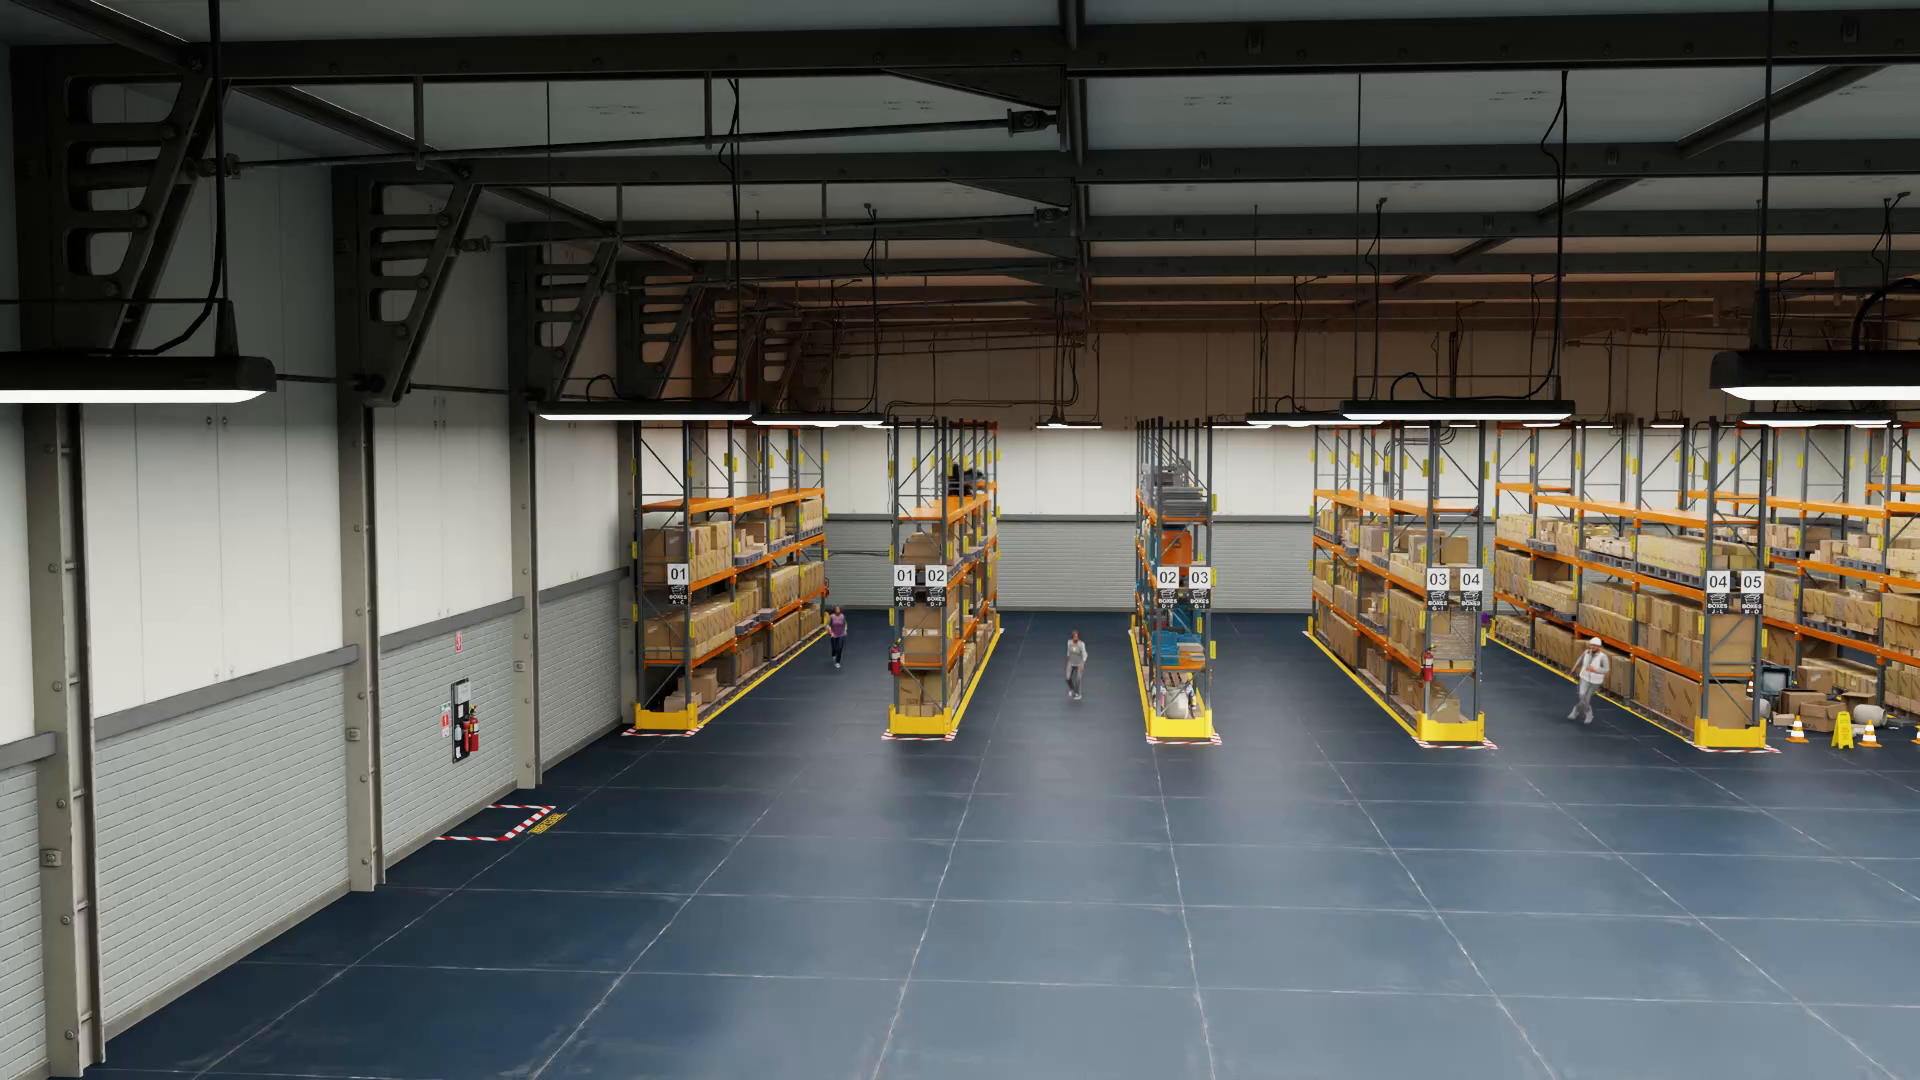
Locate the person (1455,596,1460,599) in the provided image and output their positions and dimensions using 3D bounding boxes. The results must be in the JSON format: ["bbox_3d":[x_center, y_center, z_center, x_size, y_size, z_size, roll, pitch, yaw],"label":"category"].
[{"bbox_3d":[12.736,2.081,42.680,0.632,1.700,0.659,0,4,-6],"label":"person"}]

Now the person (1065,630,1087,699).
[{"bbox_3d":[2.475,2.650,35.234,0.494,1.510,0.685,1,4,16],"label":"person"}]

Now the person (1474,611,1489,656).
[{"bbox_3d":[12.499,2.262,40.535,0.779,1.666,0.533,2,4,26],"label":"person"}]

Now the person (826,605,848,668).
[{"bbox_3d":[-2.994,2.331,40.381,0.539,1.526,0.584,-1,4,-11],"label":"person"}]

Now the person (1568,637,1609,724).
[{"bbox_3d":[12.333,2.726,32.596,0.761,1.685,0.706,2,4,26],"label":"person"}]
